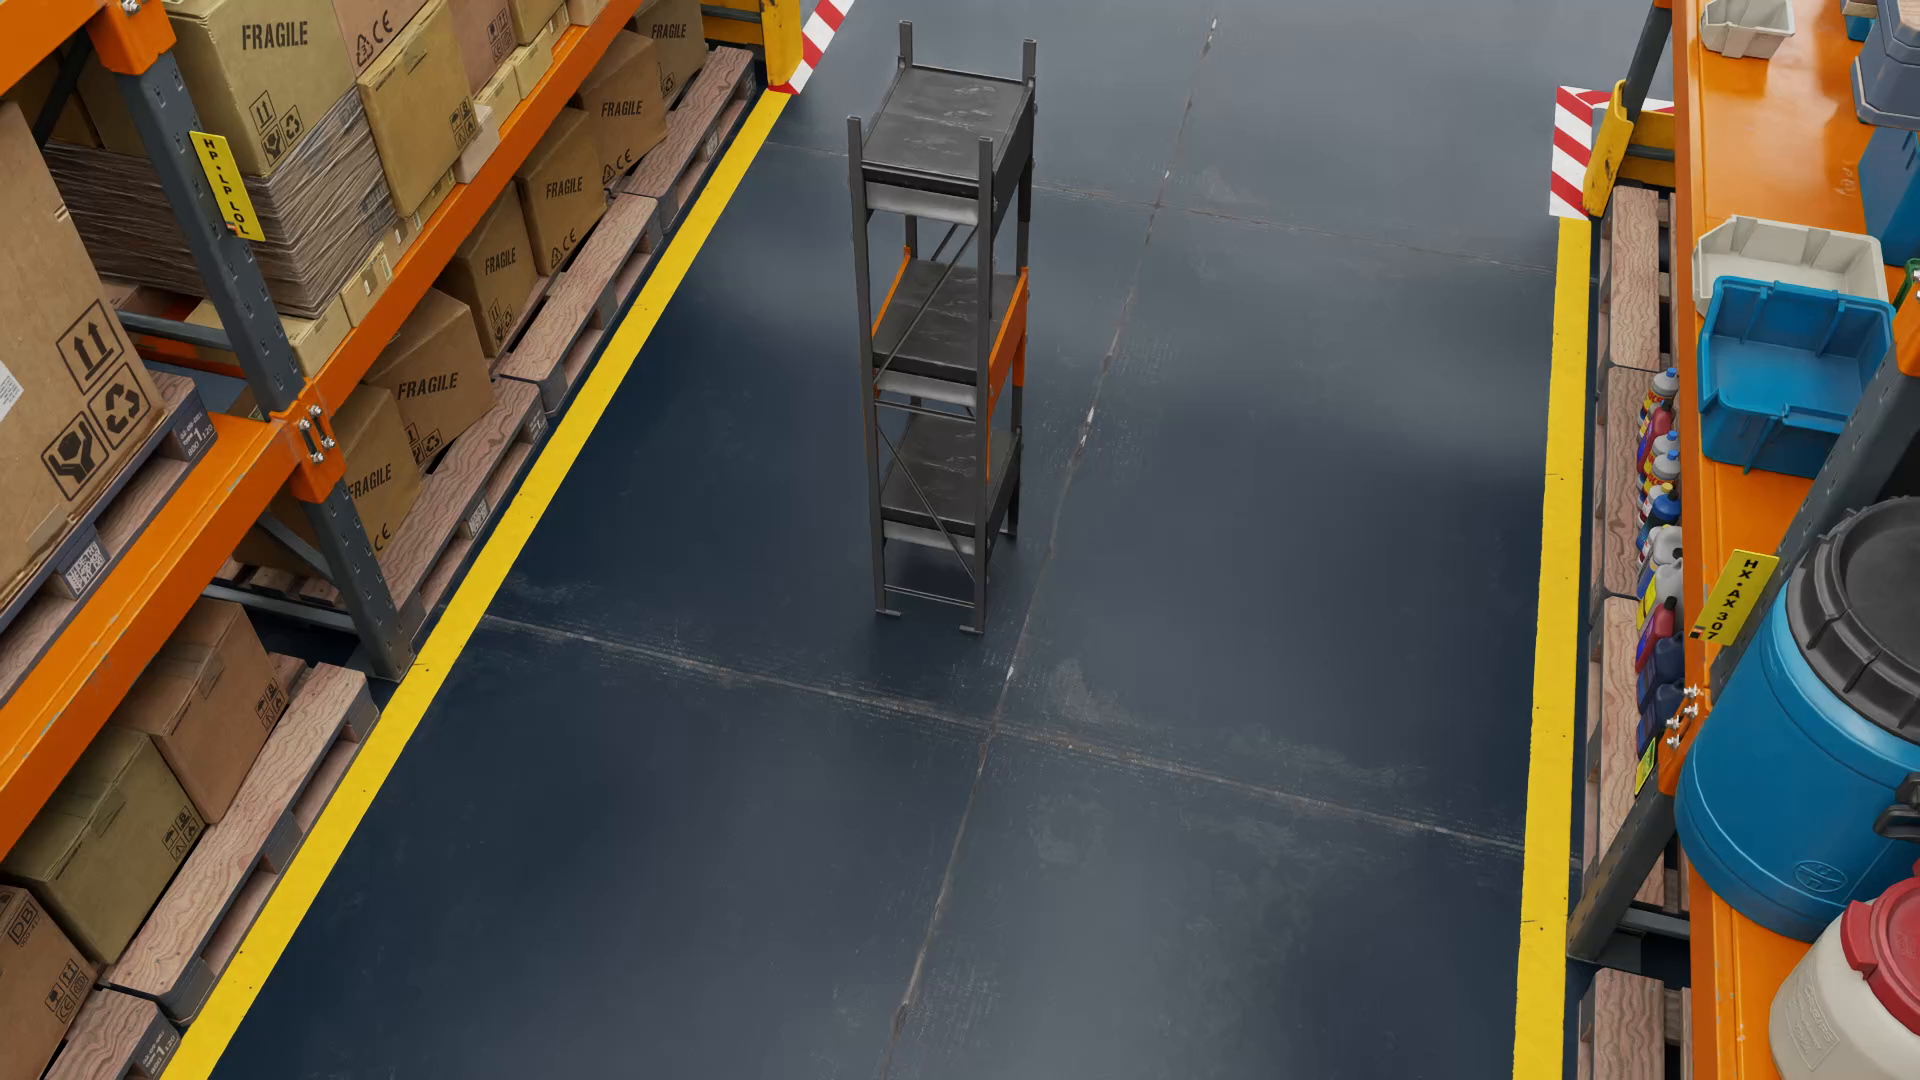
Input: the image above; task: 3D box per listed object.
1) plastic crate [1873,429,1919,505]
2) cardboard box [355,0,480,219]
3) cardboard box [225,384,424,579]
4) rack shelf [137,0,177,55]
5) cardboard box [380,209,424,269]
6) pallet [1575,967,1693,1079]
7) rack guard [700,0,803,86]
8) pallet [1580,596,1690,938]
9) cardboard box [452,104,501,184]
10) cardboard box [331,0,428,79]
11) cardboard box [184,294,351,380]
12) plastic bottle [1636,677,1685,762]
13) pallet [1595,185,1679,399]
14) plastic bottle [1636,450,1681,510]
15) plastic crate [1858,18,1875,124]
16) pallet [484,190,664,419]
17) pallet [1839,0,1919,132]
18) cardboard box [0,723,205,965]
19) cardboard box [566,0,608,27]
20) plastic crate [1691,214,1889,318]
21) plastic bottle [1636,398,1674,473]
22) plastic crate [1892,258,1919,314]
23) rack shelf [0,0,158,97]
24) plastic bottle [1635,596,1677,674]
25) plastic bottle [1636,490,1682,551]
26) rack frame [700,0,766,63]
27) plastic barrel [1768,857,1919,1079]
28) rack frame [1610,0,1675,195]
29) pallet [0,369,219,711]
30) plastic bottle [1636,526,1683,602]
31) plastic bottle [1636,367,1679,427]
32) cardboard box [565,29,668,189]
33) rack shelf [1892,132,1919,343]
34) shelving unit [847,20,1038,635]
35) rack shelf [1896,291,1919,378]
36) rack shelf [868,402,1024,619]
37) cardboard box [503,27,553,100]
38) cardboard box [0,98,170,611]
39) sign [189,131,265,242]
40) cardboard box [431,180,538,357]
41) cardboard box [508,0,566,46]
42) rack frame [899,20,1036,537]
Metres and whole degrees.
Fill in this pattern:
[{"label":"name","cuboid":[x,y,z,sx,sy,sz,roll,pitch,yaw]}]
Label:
[{"label":"plastic crate","cuboid":[2.620,0.015,4.278,0.767,0.338,0.504,12,50,10]},{"label":"cardboard box","cuboid":[-2.075,-1.429,5.246,0.875,0.500,0.500,12,50,10]},{"label":"cardboard box","cuboid":[-2.275,-0.223,5.833,0.500,0.500,0.500,10,49,9]},{"label":"rack shelf","cuboid":[-1.892,-2.831,5.227,1.077,0.370,4.000,12,50,10]},{"label":"cardboard box","cuboid":[-1.955,-1.007,5.306,0.380,0.149,0.250,12,50,10]},{"label":"pallet","cuboid":[2.190,1.846,4.480,1.003,0.211,1.213,12,50,10]},{"label":"rack guard","cuboid":[-1.386,-2.641,8.247,1.175,0.500,0.348,12,50,10]},{"label":"pallet","cuboid":[2.576,0.793,5.410,1.003,0.211,1.213,12,50,10]},{"label":"cardboard box","cuboid":[-1.792,-1.363,5.620,0.380,0.149,0.250,12,50,10]},{"label":"cardboard box","cuboid":[-1.925,-1.729,4.844,0.500,0.500,0.500,12,50,10]},{"label":"cardboard box","cuboid":[-2.072,-0.643,4.984,0.380,0.149,0.250,12,50,10]},{"label":"plastic bottle","cuboid":[2.251,0.556,5.232,0.144,0.351,0.185,10,49,9]},{"label":"pallet","cuboid":[3.219,-0.972,6.967,1.003,0.211,1.213,12,50,10]},{"label":"plastic bottle","cuboid":[2.518,-0.218,5.968,0.097,0.271,0.097,0,49,0]},{"label":"plastic crate","cuboid":[3.393,-1.607,5.767,0.499,0.251,0.408,12,50,10]},{"label":"pallet","cuboid":[-1.957,-1.085,7.067,1.003,0.211,1.213,12,50,10]},{"label":"pallet","cuboid":[2.455,-1.124,3.366,1.213,0.211,1.003,12,50,10]},{"label":"cardboard box","cuboid":[-2.745,0.833,4.888,0.700,0.500,0.500,11,50,10]},{"label":"cardboard box","cuboid":[-1.535,-2.087,6.259,0.380,0.149,0.250,12,50,10]},{"label":"plastic crate","cuboid":[2.543,-0.790,5.122,0.530,0.136,0.437,12,50,10]},{"label":"plastic bottle","cuboid":[2.557,-0.382,6.105,0.061,0.283,0.133,12,50,11]},{"label":"plastic crate","cuboid":[2.989,-0.508,4.839,0.450,0.188,0.662,12,50,10]},{"label":"rack shelf","cuboid":[-2.945,0.062,2.674,1.077,0.370,4.000,12,50,10]},{"label":"plastic bottle","cuboid":[2.304,0.313,5.491,0.061,0.283,0.133,15,50,13]},{"label":"plastic bottle","cuboid":[2.465,-0.072,5.839,0.097,0.271,0.097,0,49,0]},{"label":"rack frame","cuboid":[-1.366,-3.523,7.359,1.000,3.000,0.127,12,50,10]},{"label":"plastic barrel","cuboid":[1.896,0.951,3.319,0.433,0.535,0.433,0,49,0]},{"label":"rack frame","cuboid":[3.412,-2.546,6.496,1.000,3.000,0.127,12,50,10]},{"label":"pallet","cuboid":[-2.760,-0.042,4.415,1.003,0.211,1.213,12,50,10]},{"label":"plastic bottle","cuboid":[2.433,0.091,5.692,0.152,0.276,0.135,12,50,11]},{"label":"plastic bottle","cuboid":[2.634,-0.539,6.251,0.097,0.271,0.097,0,49,0]},{"label":"cardboard box","cuboid":[-1.671,-1.947,7.355,0.500,0.500,0.500,24,53,20]},{"label":"rack shelf","cuboid":[2.886,-1.854,4.364,1.077,0.370,4.000,12,50,10]},{"label":"shelving unit","cuboid":[-0.044,-0.575,5.357,0.431,2.100,0.503,12,50,10]},{"label":"rack shelf","cuboid":[1.833,1.040,1.811,1.077,0.370,4.000,12,50,10]},{"label":"rack shelf","cuboid":[-0.044,-0.103,5.892,0.431,0.518,0.480,12,50,10]},{"label":"cardboard box","cuboid":[-1.690,-1.730,5.944,0.380,0.149,0.250,12,50,10]},{"label":"cardboard box","cuboid":[-2.763,-0.420,3.940,1.000,1.000,1.000,12,50,10]},{"label":"sign","cuboid":[-1.882,-0.906,4.277,0.100,0.325,0.005,12,50,10]},{"label":"cardboard box","cuboid":[-2.044,-1.103,6.610,0.500,0.500,0.500,8,49,7]},{"label":"cardboard box","cuboid":[-1.869,-2.164,5.895,0.875,0.500,0.500,12,50,10]},{"label":"rack frame","cuboid":[0.021,-0.752,5.513,0.400,2.100,0.015,12,50,10]}]
